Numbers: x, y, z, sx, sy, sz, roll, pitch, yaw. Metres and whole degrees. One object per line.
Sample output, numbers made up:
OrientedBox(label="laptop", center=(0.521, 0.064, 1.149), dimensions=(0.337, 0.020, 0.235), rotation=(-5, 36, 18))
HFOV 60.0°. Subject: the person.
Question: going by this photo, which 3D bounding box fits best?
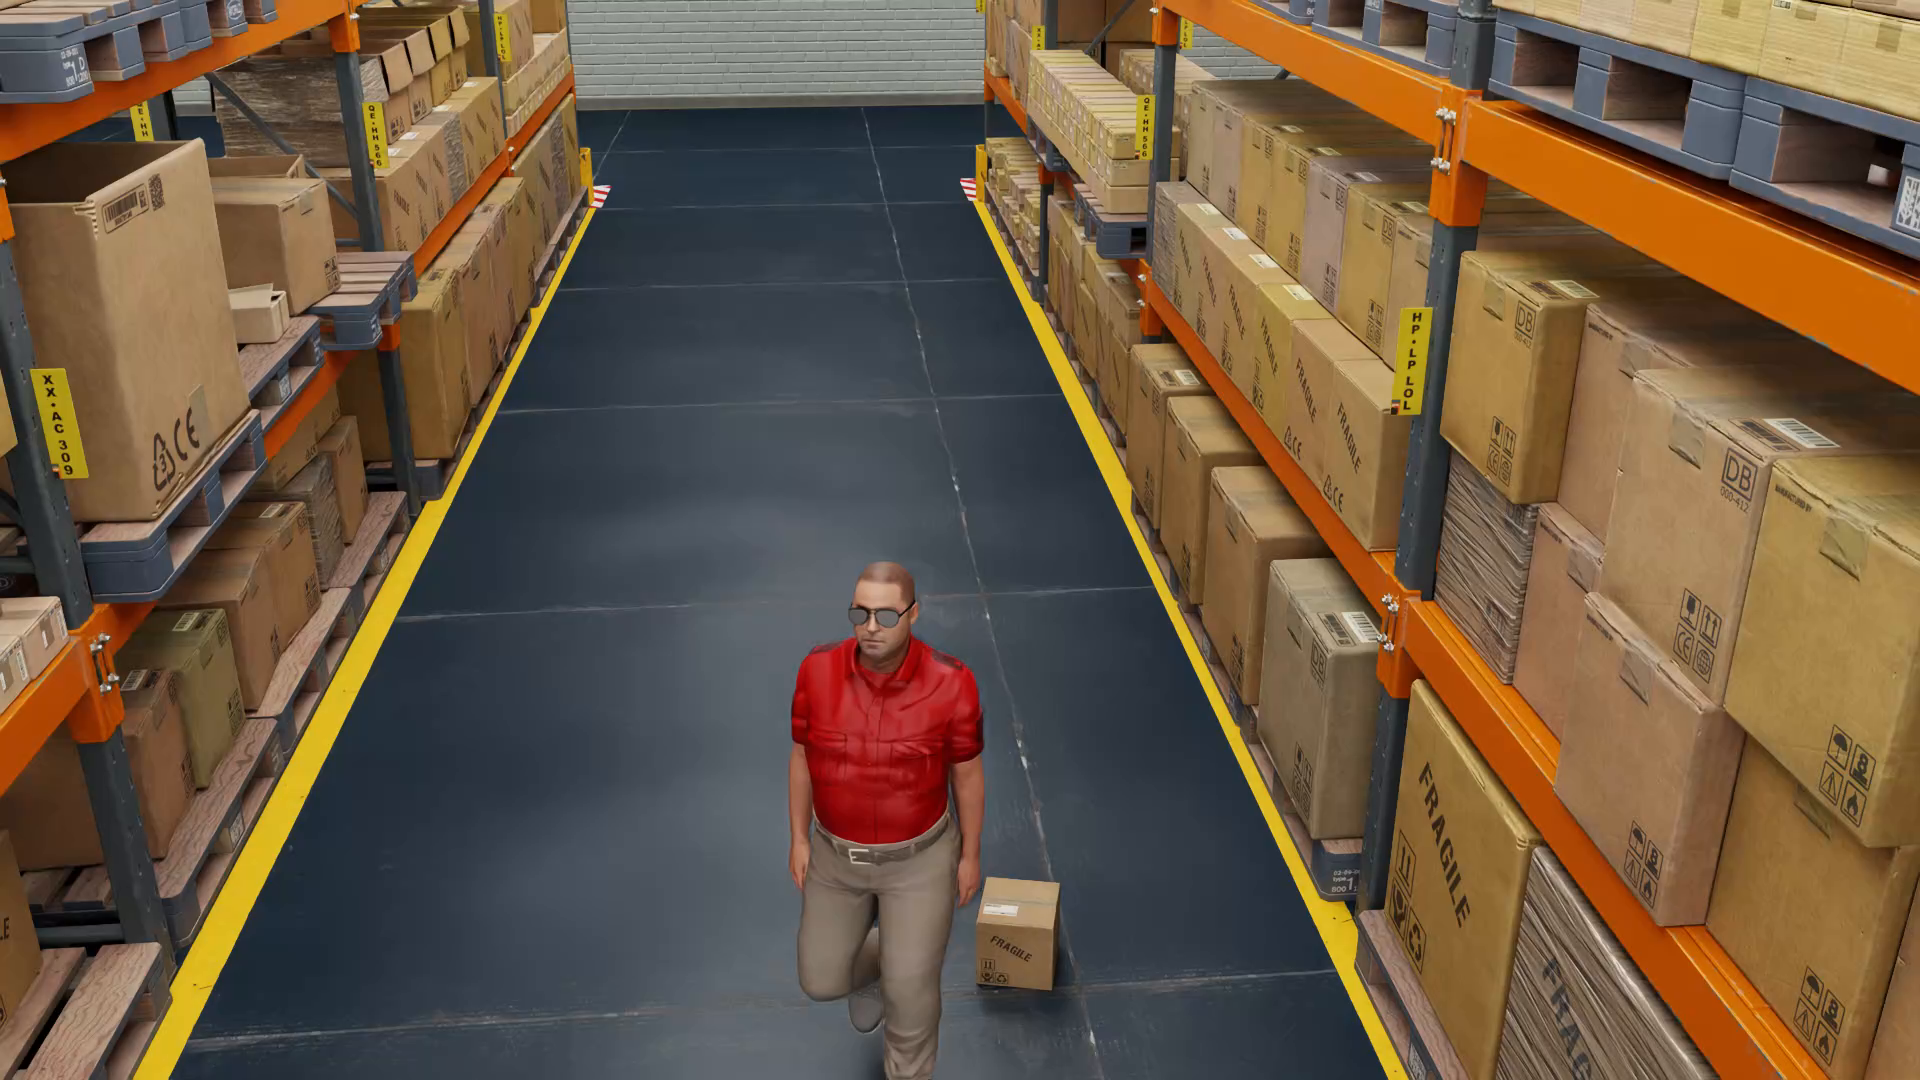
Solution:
OrientedBox(label="person", center=(-0.204, 0.844, 4.637), dimensions=(0.547, 1.709, 0.661), rotation=(5, 24, 12))
